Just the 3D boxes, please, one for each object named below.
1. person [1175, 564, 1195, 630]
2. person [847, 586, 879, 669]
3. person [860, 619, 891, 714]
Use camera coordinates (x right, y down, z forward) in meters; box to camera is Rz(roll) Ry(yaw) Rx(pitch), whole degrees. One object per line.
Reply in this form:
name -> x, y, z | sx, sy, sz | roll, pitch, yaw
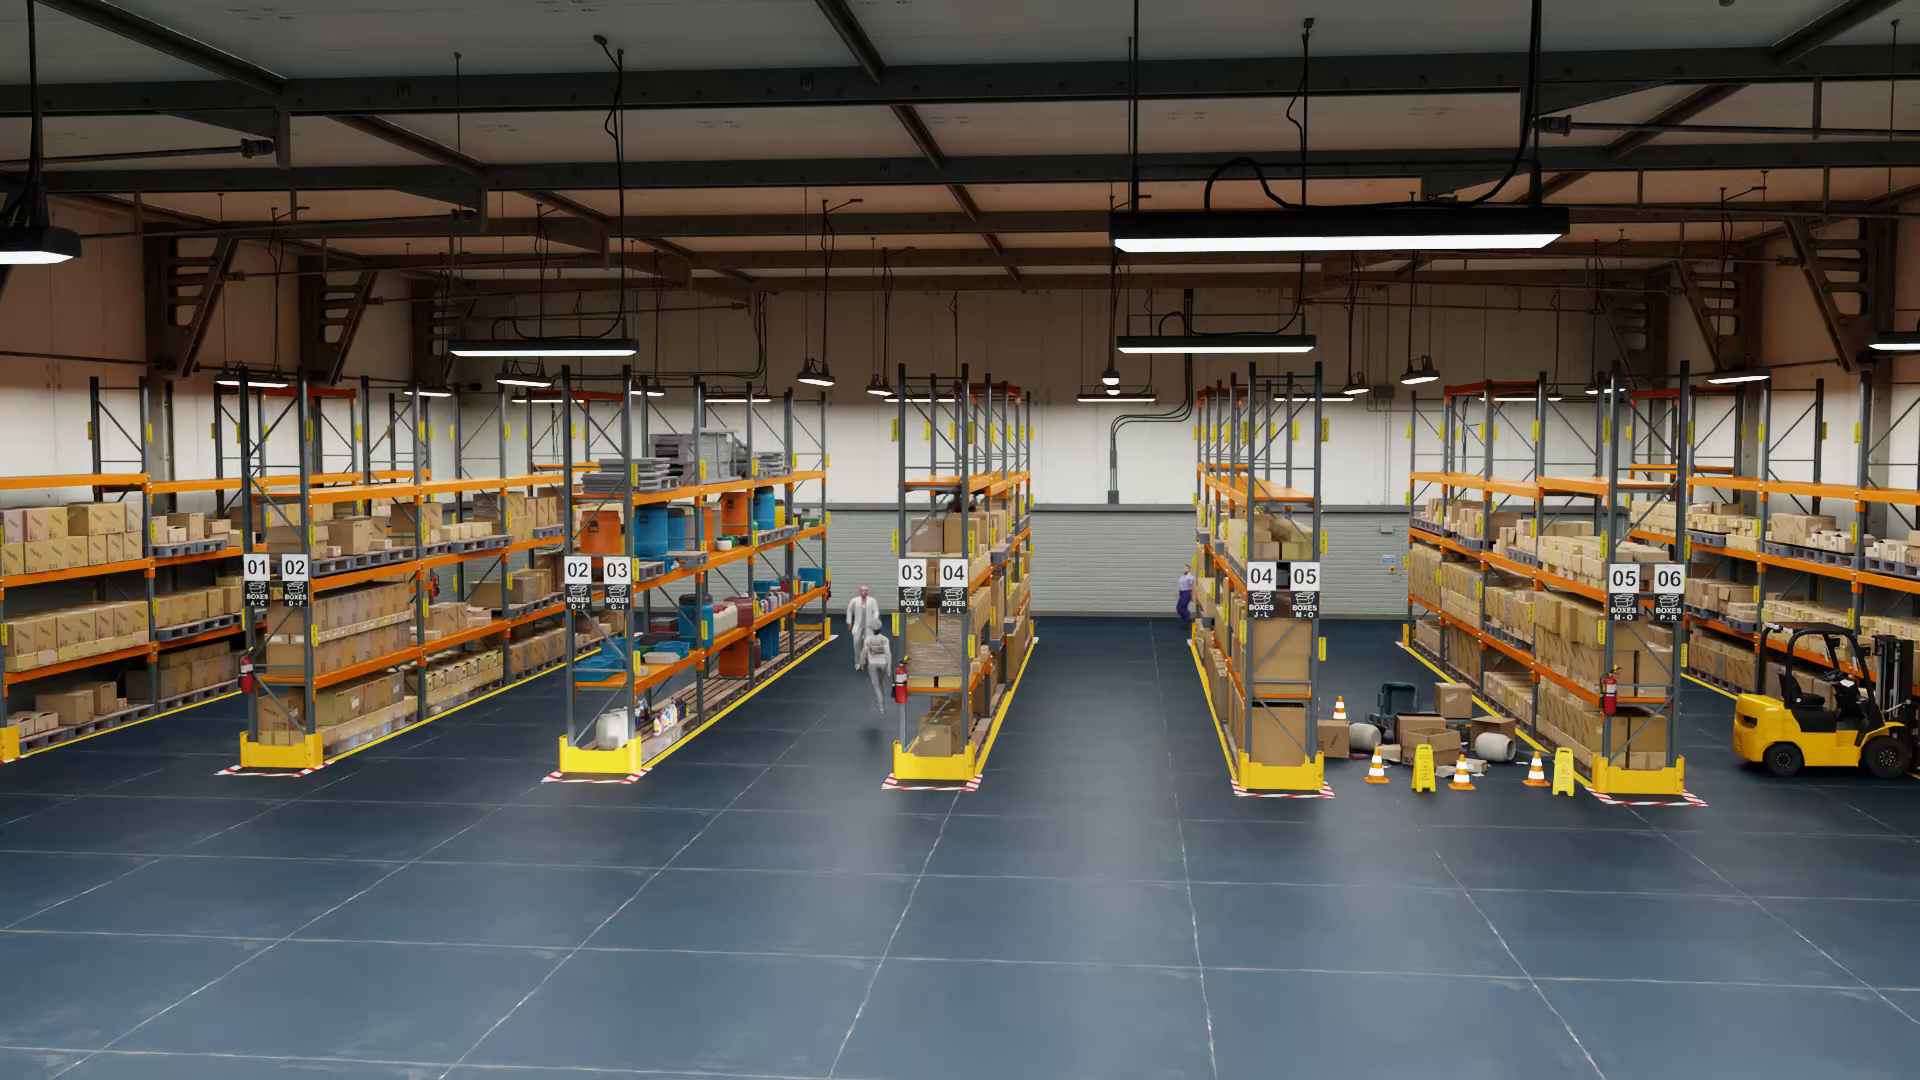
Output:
person -> 5.741, 1.452, 42.540 | 0.473, 1.669, 0.462 | 0, 4, -5
person -> -2.089, 1.883, 35.706 | 0.709, 1.815, 0.931 | 0, 4, 4
person -> -1.495, 2.174, 28.944 | 0.473, 1.648, 0.866 | -2, 4, -31
